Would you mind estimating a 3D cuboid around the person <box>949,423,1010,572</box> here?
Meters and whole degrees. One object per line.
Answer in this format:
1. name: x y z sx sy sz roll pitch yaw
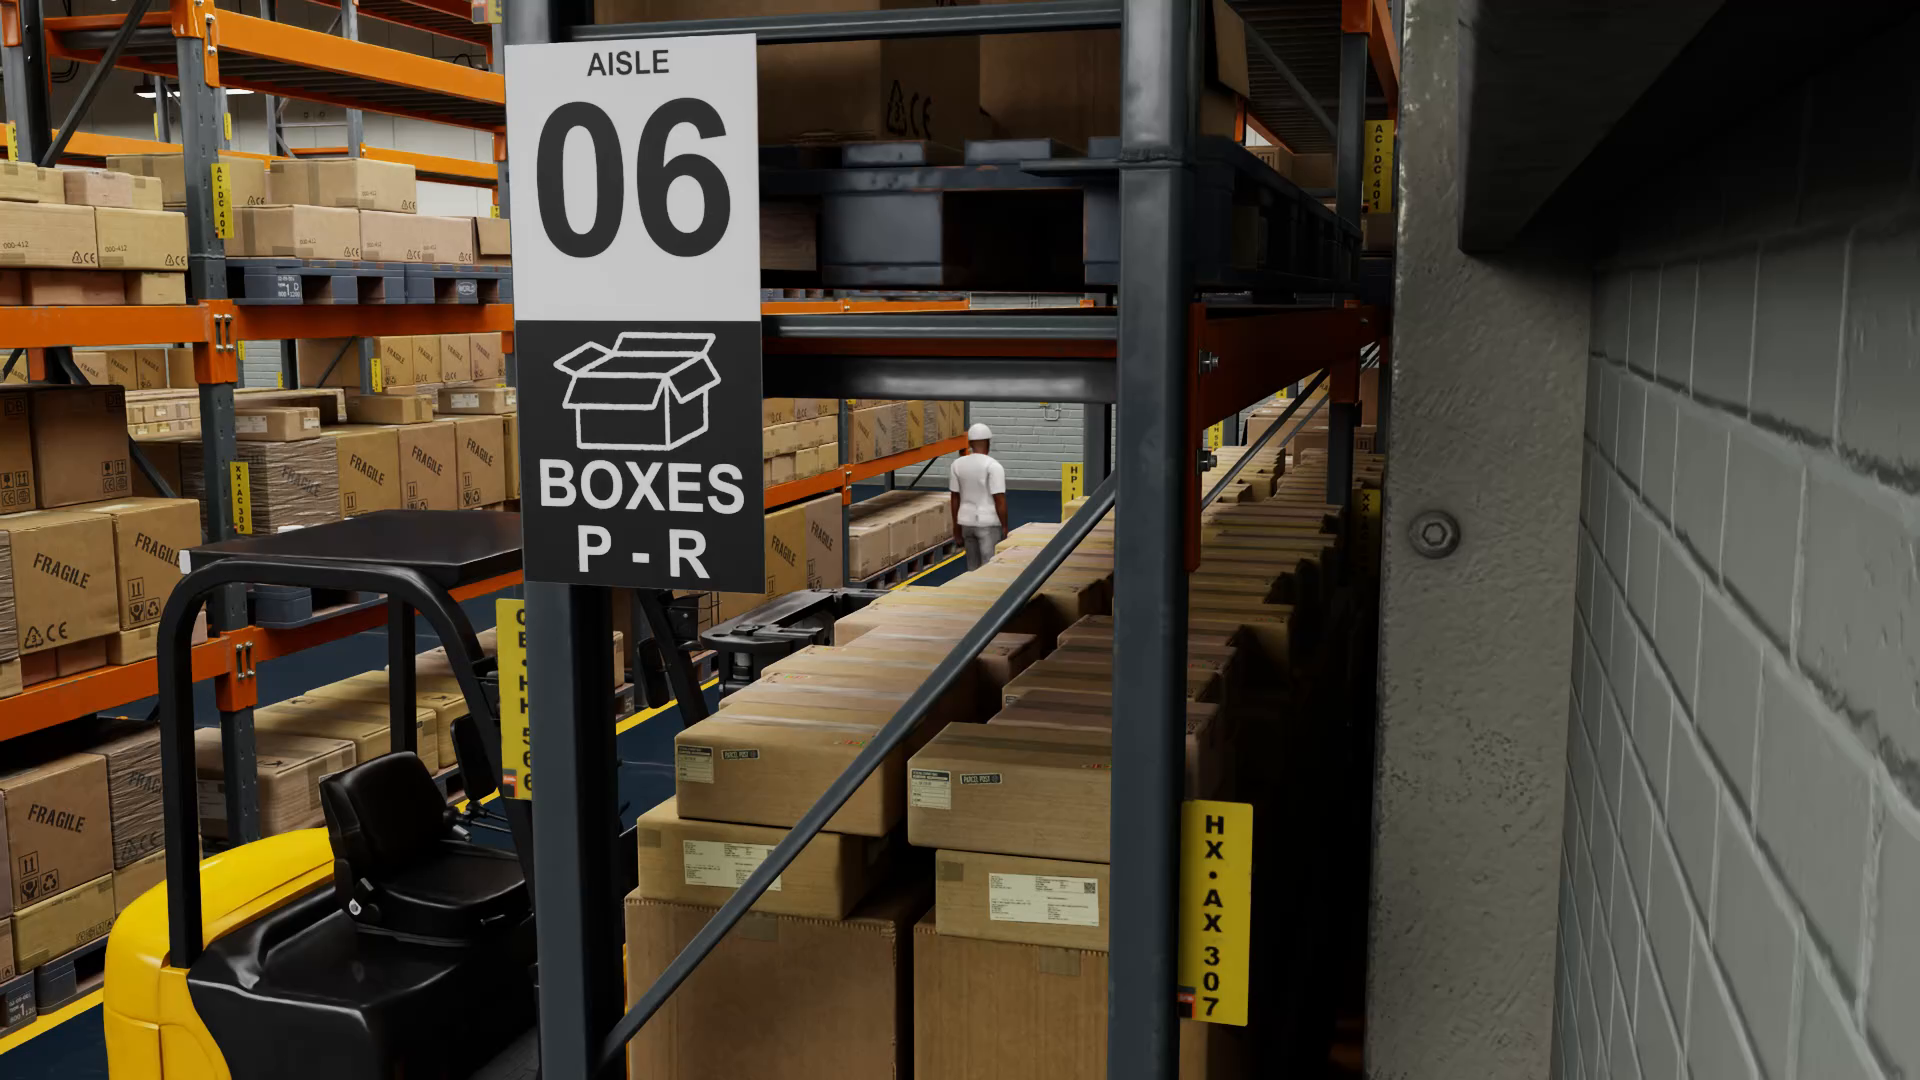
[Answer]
1. person: 0.165 -0.121 14.370 0.579 1.771 0.599 7 11 42
